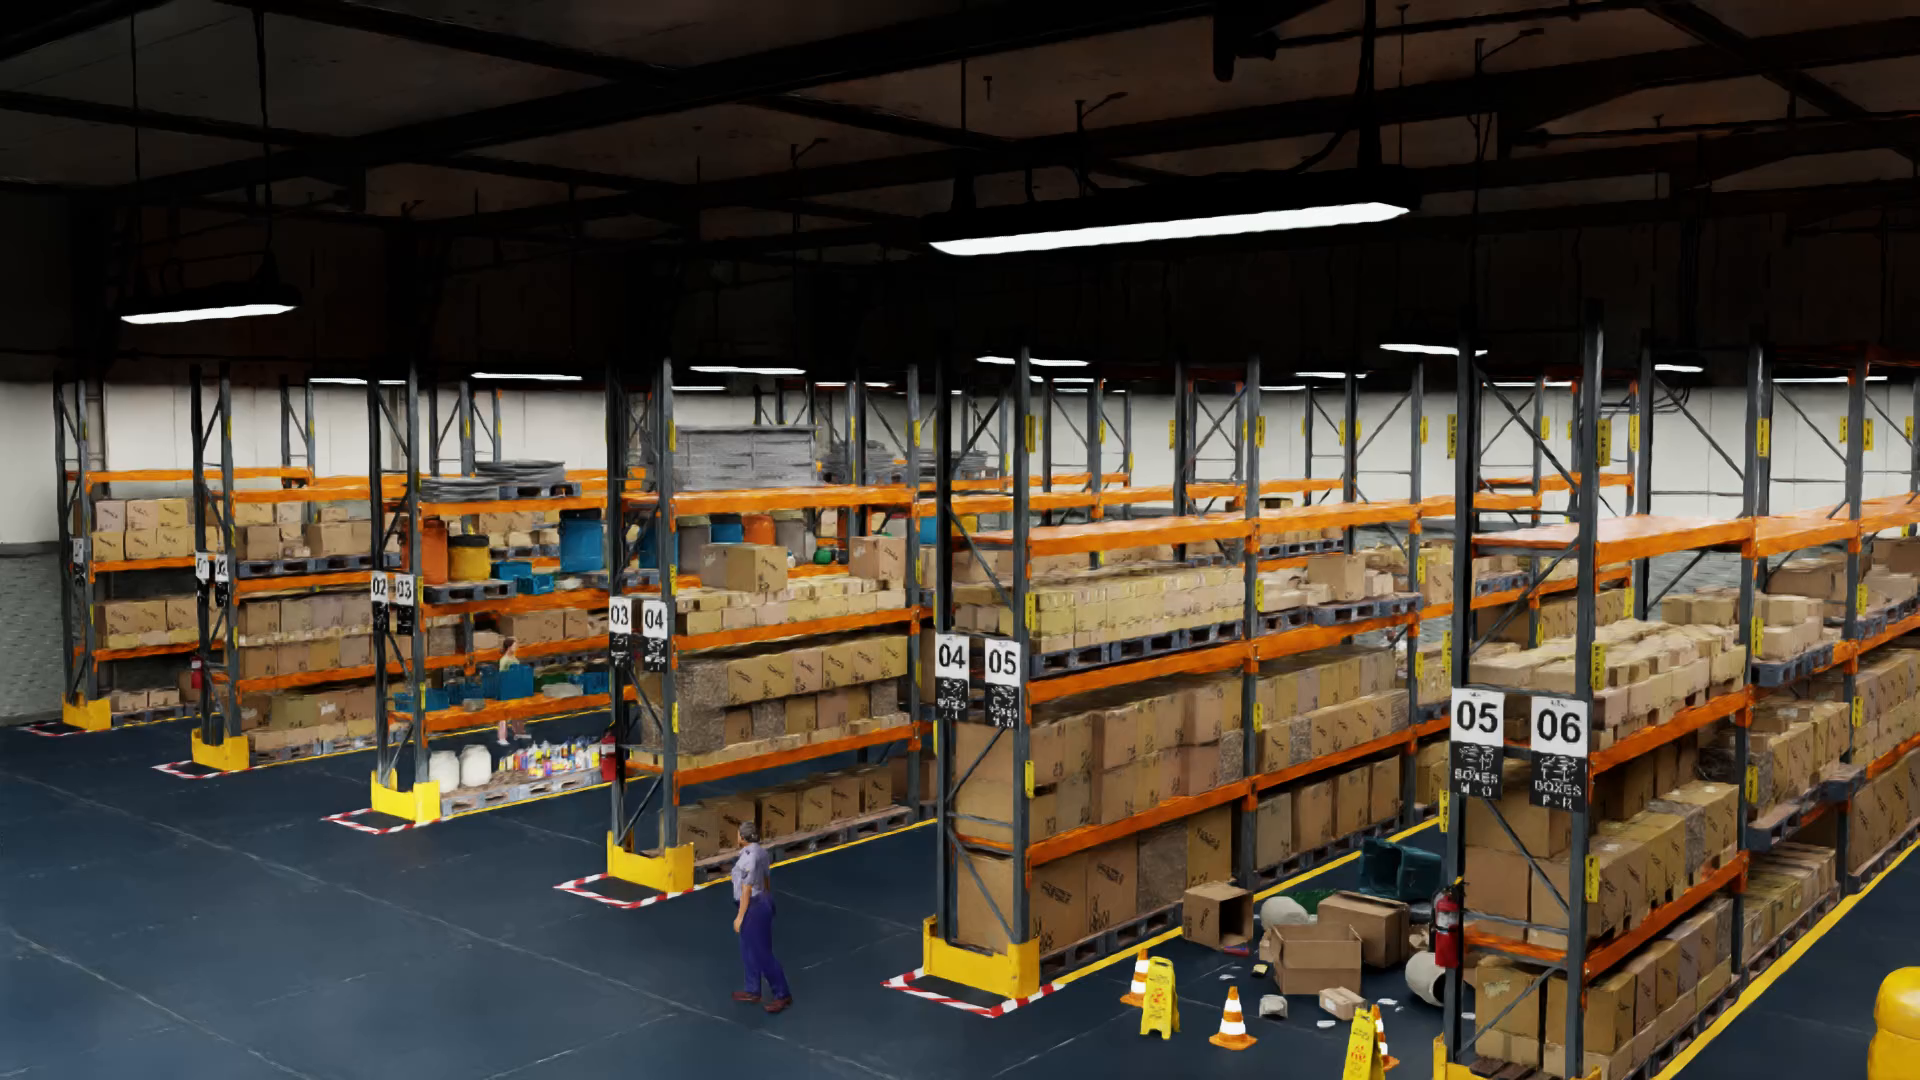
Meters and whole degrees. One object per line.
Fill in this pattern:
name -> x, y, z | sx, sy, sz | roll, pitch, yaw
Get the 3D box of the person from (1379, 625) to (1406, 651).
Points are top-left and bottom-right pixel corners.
person -> 7.406, 2.250, 28.475 | 0.556, 1.712, 1.040 | 3, 5, 39

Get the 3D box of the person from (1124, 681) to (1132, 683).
person -> 2.161, 2.655, 22.335 | 0.624, 1.764, 0.503 | -2, 4, -20

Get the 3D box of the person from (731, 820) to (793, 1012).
person -> -1.764, 3.293, 14.670 | 0.598, 1.631, 0.537 | 0, 4, 7

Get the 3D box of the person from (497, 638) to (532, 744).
person -> -7.141, 2.396, 26.549 | 0.454, 1.679, 0.539 | 1, 4, 13
